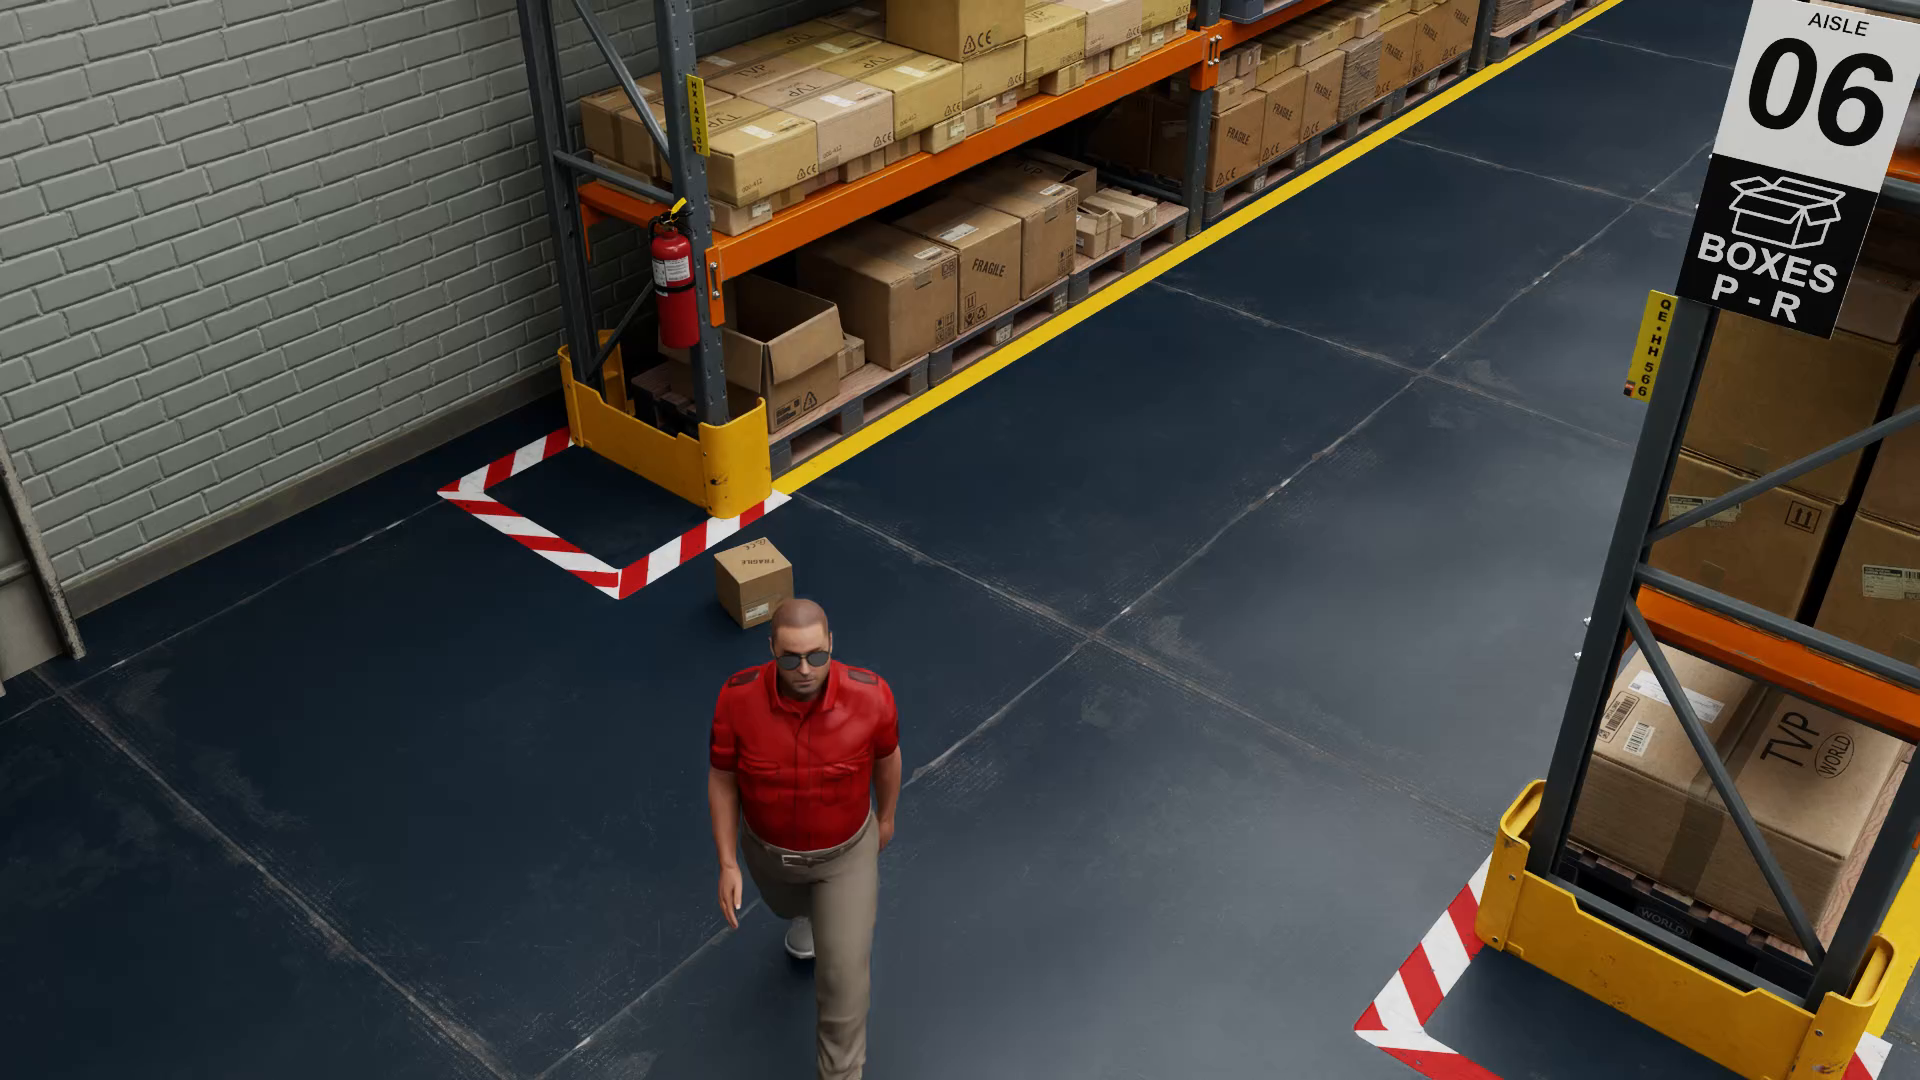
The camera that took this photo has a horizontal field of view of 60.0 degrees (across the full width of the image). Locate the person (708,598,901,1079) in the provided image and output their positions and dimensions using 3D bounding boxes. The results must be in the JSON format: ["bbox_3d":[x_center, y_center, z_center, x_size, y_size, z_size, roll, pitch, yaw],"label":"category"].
[{"bbox_3d":[-0.449,0.886,4.882,0.536,1.671,1.066,3,35,4],"label":"person"}]
